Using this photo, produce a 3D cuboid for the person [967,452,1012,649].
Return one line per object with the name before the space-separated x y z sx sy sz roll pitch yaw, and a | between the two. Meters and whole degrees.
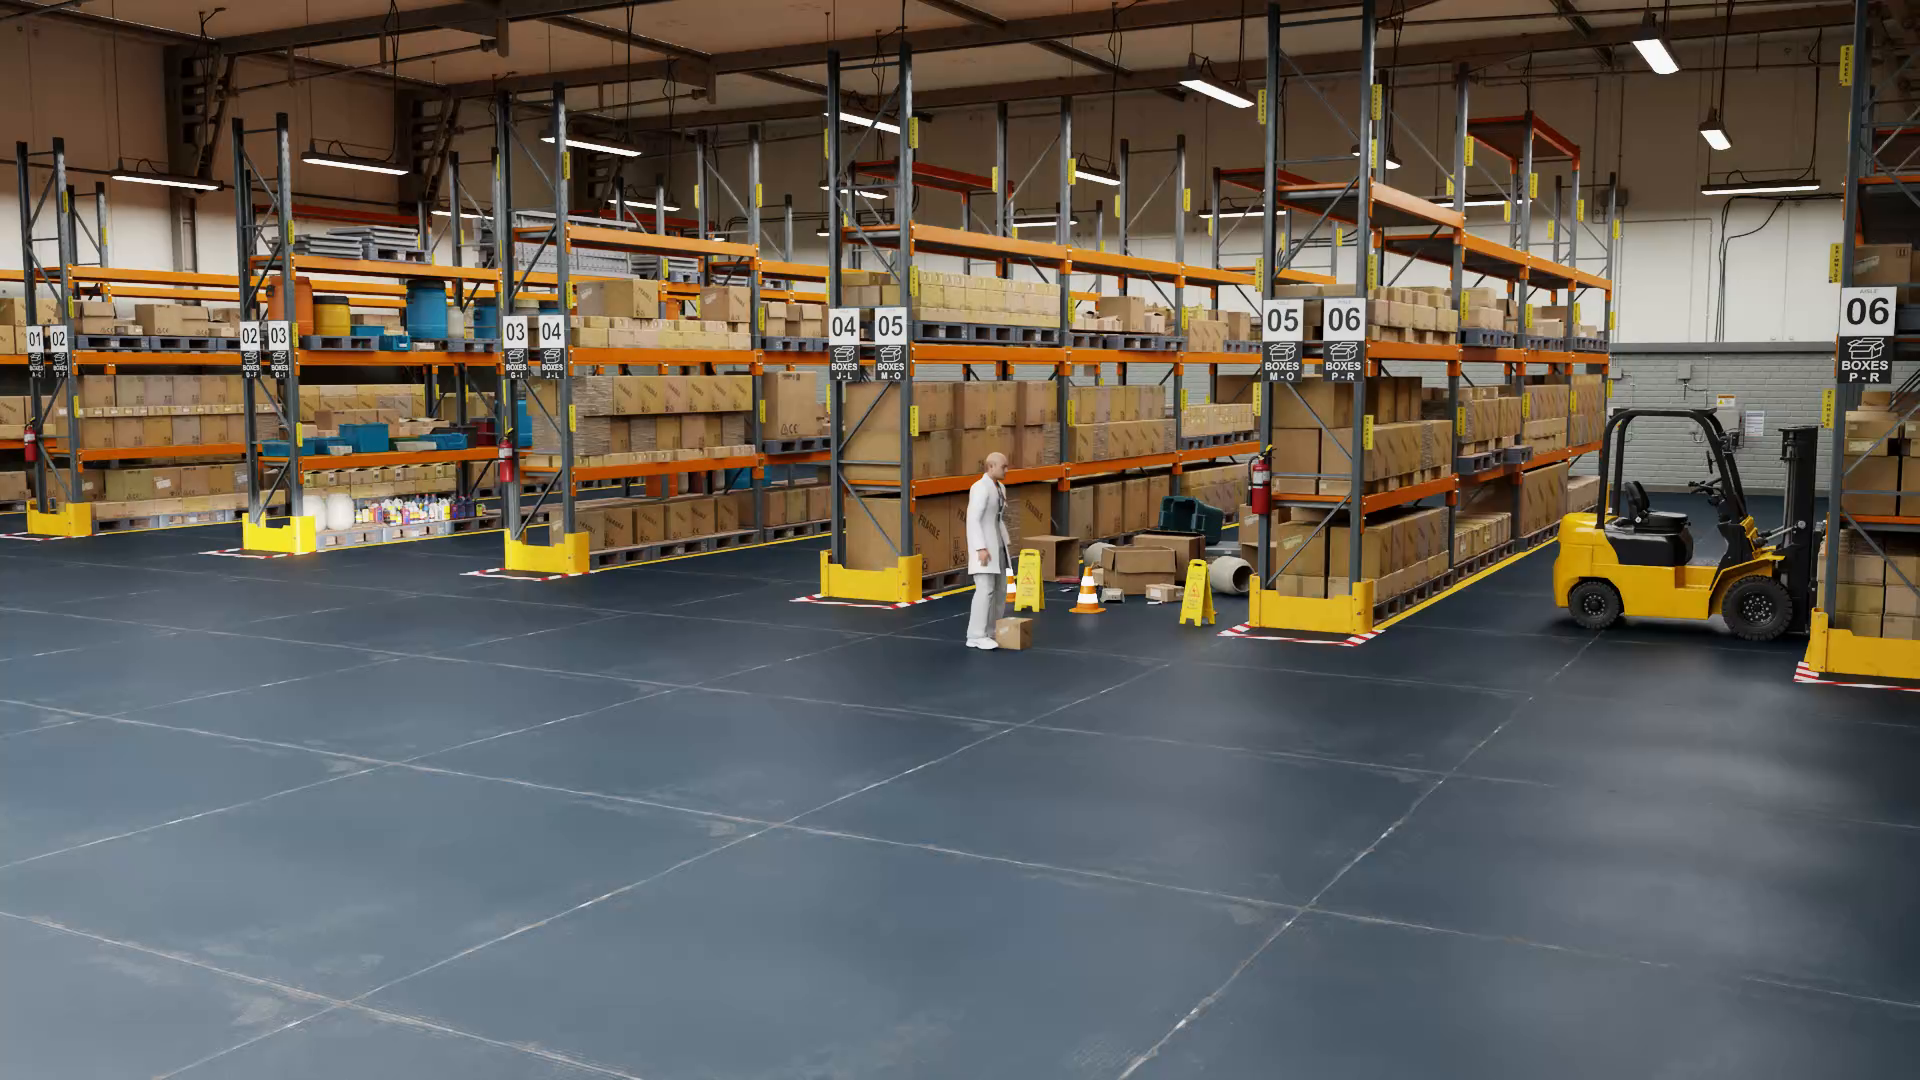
person | 0.283 0.082 15.257 0.420 1.775 0.654 3 6 26
